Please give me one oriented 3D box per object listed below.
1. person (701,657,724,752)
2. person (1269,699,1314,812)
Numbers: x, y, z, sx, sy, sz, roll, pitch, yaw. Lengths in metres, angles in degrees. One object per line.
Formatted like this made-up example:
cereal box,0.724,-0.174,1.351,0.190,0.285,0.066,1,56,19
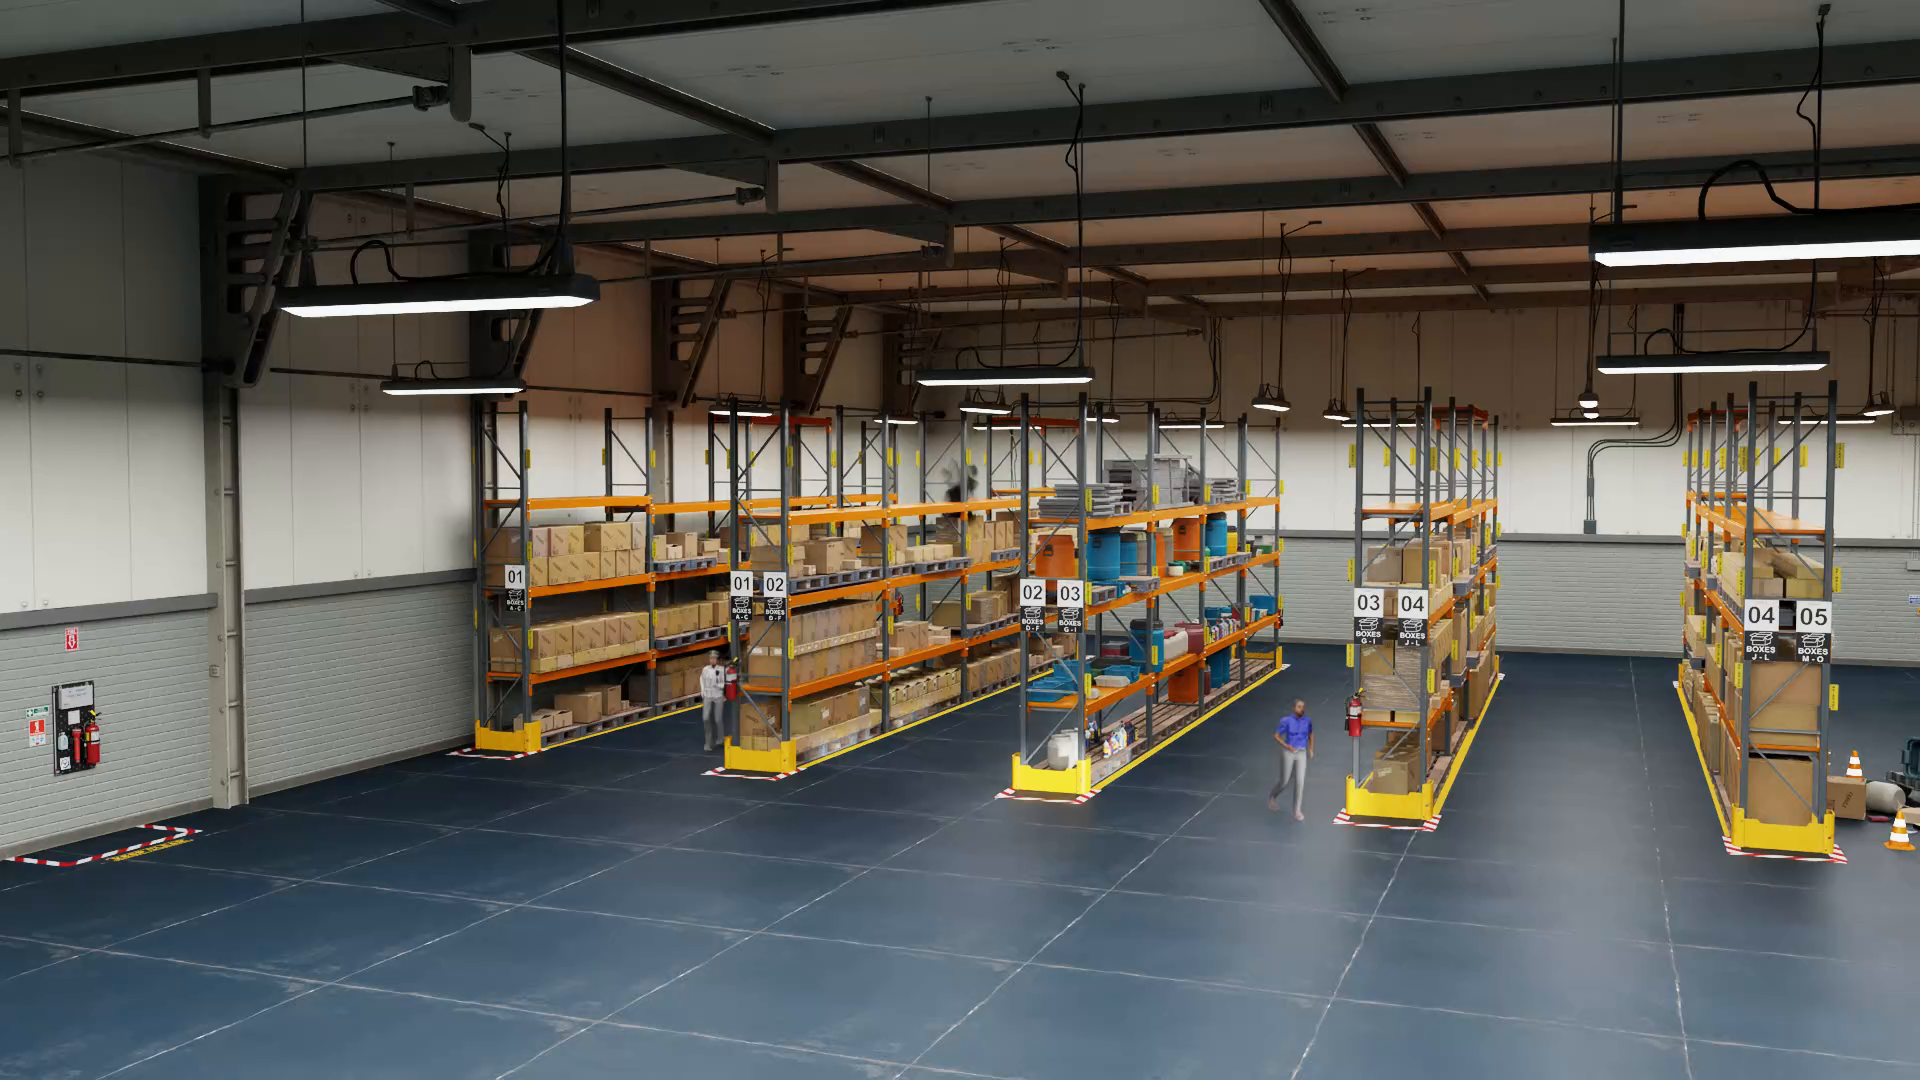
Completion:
person,-4.265,2.788,28.710,0.434,1.714,0.702,0,3,7
person,4.697,3.000,23.366,0.623,1.574,0.673,-1,3,-13
